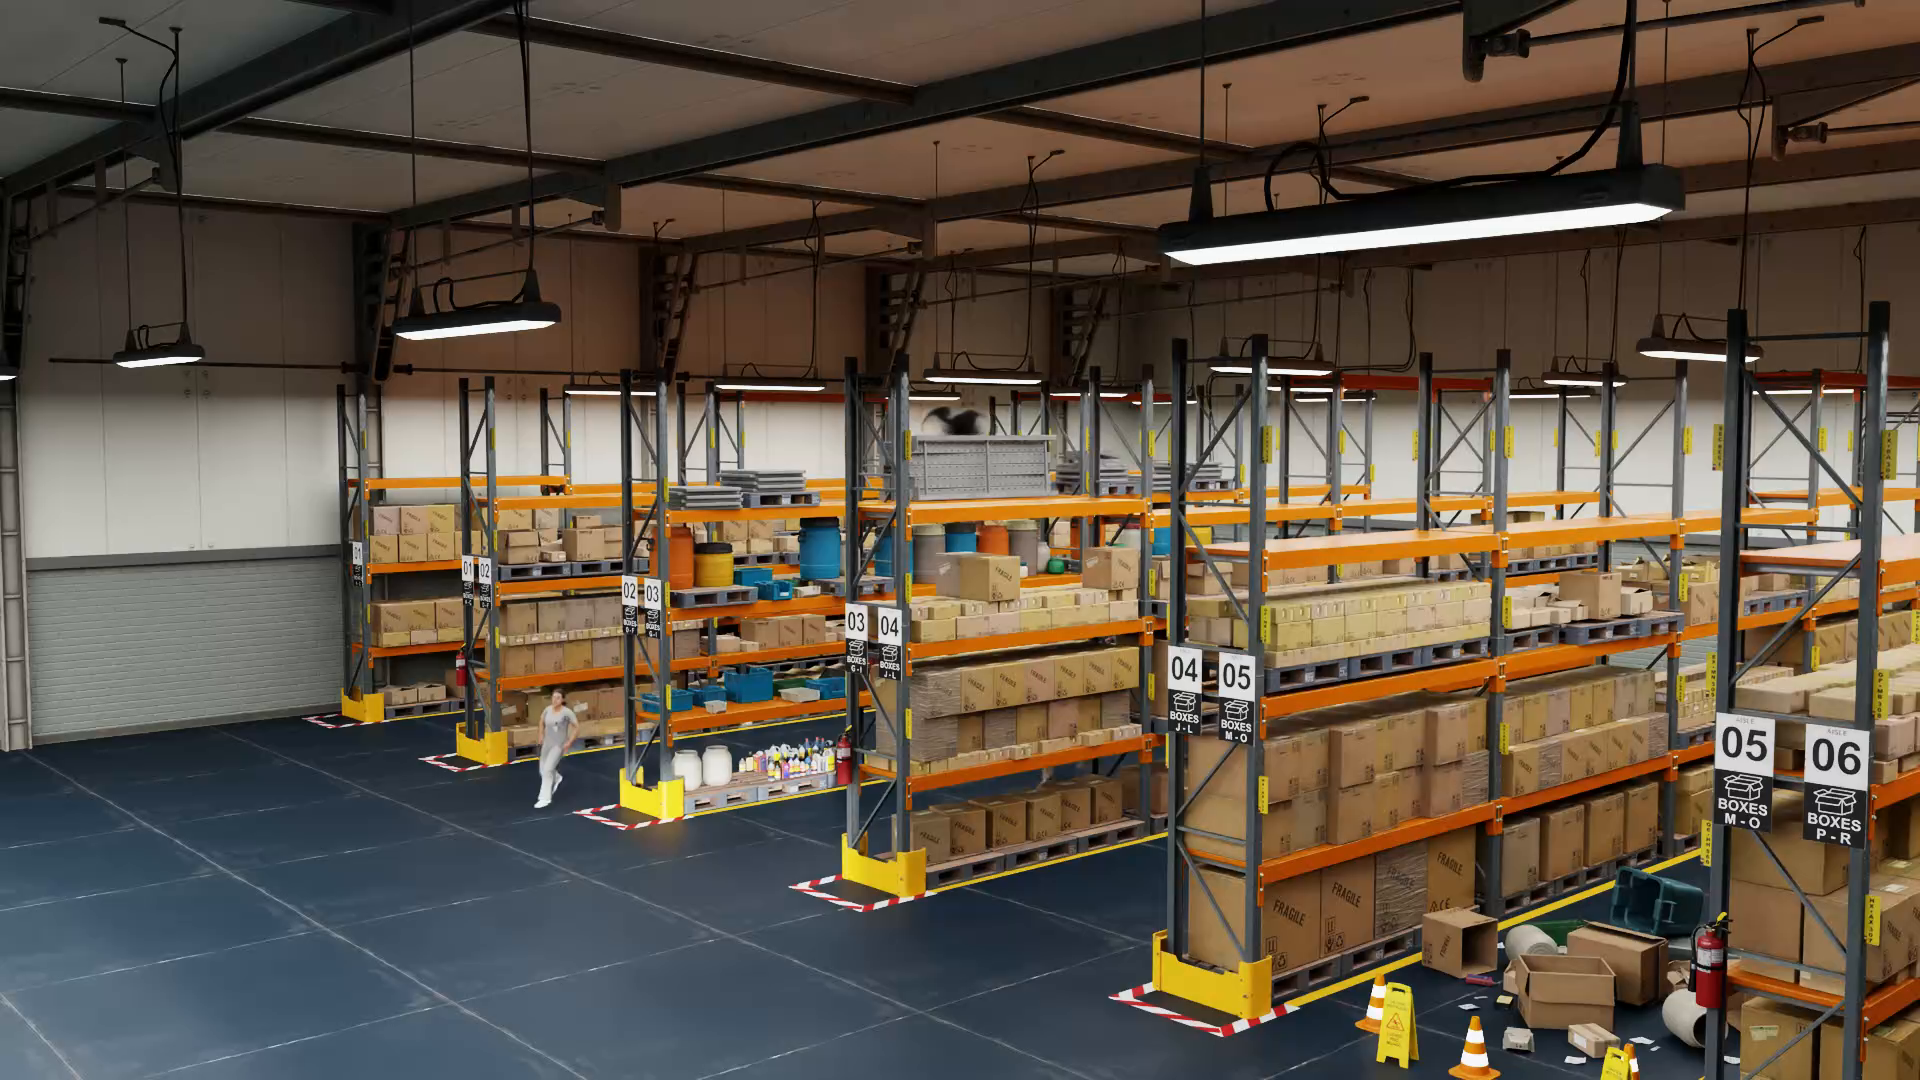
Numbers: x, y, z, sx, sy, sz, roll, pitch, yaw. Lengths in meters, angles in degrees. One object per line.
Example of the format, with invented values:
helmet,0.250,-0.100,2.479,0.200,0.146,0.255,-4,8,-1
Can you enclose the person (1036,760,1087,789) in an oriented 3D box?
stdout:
person,1.470,2.748,24.268,1.004,1.733,0.662,-4,5,-45

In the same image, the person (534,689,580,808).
person,-5.537,2.854,23.055,0.611,1.640,0.683,1,4,15
